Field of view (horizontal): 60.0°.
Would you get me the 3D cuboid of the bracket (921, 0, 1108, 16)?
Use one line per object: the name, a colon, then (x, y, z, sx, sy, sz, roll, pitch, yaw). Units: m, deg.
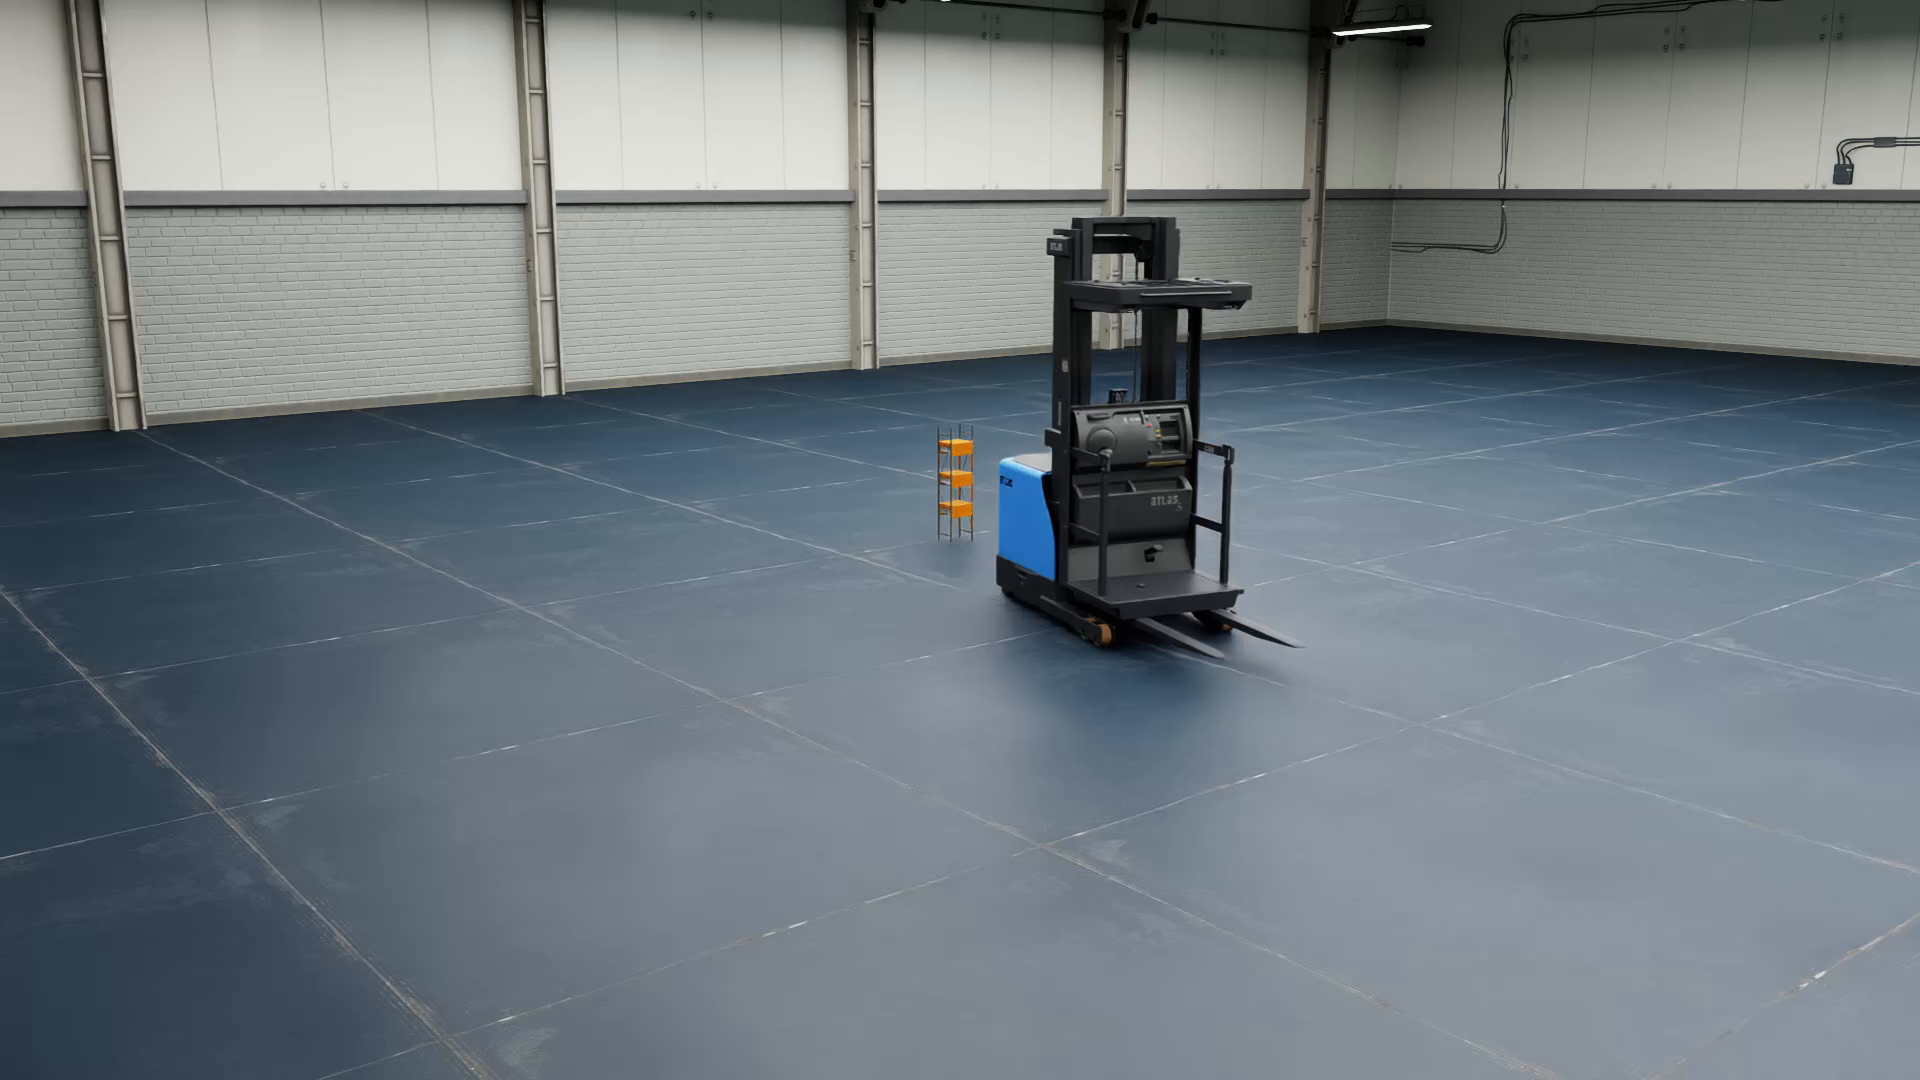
bracket: (0.894, -9.531, 29.681, 4.783, 0.066, 0.076, -9, 15, -38)

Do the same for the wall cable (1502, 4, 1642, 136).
wall cable: (12.510, -9.675, 34.342, 0.112, 2.526, 3.097, -9, 15, -38)

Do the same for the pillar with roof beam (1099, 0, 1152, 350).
pillar with roof beam: (5.698, -7.517, 28.866, 0.548, 9.000, 9.100, -9, 15, -38)

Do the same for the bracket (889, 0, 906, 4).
bracket: (-1.131, -9.194, 28.096, 0.430, 0.232, 0.235, -9, 15, -38)

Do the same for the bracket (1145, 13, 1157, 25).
bracket: (3.554, -9.973, 31.763, 0.430, 0.232, 0.235, -9, 15, -38)

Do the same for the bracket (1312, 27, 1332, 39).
bracket: (7.591, -10.643, 34.922, 0.430, 0.232, 0.235, -9, 15, -38)

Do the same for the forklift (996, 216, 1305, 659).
forklift: (1.337, -0.785, 11.769, 1.130, 2.935, 3.031, -5, 13, -23)

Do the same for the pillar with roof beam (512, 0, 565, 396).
pillar with roof beam: (-3.672, -5.960, 21.533, 0.400, 9.000, 9.100, -9, 15, -38)

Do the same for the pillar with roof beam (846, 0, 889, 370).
pillar with roof beam: (1.013, -6.739, 25.199, 0.548, 9.000, 9.100, -9, 15, -38)

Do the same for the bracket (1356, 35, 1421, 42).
bracket: (9.629, -10.982, 36.517, 3.189, 0.066, 0.076, -9, 15, -38)

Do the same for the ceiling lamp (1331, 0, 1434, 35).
ceiling lamp: (7.643, -10.578, 29.225, 0.800, 3.185, 2.000, -9, 15, -38)

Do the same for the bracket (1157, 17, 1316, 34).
bracket: (5.579, -10.309, 33.348, 4.783, 0.066, 0.076, -9, 15, -38)

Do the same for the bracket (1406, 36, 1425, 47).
bracket: (10.090, -11.059, 36.877, 0.430, 0.232, 0.235, -9, 15, -38)

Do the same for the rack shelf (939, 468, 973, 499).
rack shelf: (-0.042, -0.496, 14.989, 0.240, 0.259, 0.215, -9, 15, -38)

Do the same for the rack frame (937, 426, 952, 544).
rack frame: (-0.137, -0.491, 14.912, 0.008, 1.050, 0.200, -9, 15, -38)

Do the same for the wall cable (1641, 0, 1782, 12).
wall cable: (14.443, -11.398, 31.506, 0.112, 2.526, 3.097, -9, 15, -38)

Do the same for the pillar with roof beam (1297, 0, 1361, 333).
pillar with roof beam: (10.383, -8.296, 32.532, 0.548, 9.000, 9.100, -9, 15, -38)

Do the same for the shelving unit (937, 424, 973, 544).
shelving unit: (-0.042, -0.507, 14.987, 0.252, 1.050, 0.215, -9, 15, -38)

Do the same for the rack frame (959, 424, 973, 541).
rack frame: (0.053, -0.522, 15.062, 0.008, 1.050, 0.200, -9, 15, -38)

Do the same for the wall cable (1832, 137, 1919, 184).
wall cable: (16.738, -9.284, 28.997, 0.169, 6.003, 2.305, -9, 15, -38)

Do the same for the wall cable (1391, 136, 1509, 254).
wall cable: (10.820, -7.643, 36.933, 0.112, 2.526, 3.097, -9, 15, -38)

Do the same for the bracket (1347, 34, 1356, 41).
bracket: (8.239, -10.751, 35.429, 0.430, 0.232, 0.235, -9, 15, -38)

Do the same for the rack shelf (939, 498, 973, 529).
rack shelf: (-0.042, -0.224, 15.047, 0.240, 0.259, 0.215, -9, 15, -38)

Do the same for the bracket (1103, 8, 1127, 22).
bracket: (2.906, -9.865, 31.255, 0.430, 0.232, 0.235, -9, 15, -38)

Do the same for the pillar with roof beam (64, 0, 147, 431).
pillar with roof beam: (-8.358, -5.182, 17.866, 0.400, 9.000, 9.100, -9, 15, -38)

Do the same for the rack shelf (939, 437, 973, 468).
rack shelf: (-0.042, -0.774, 14.930, 0.240, 0.259, 0.215, -9, 15, -38)
